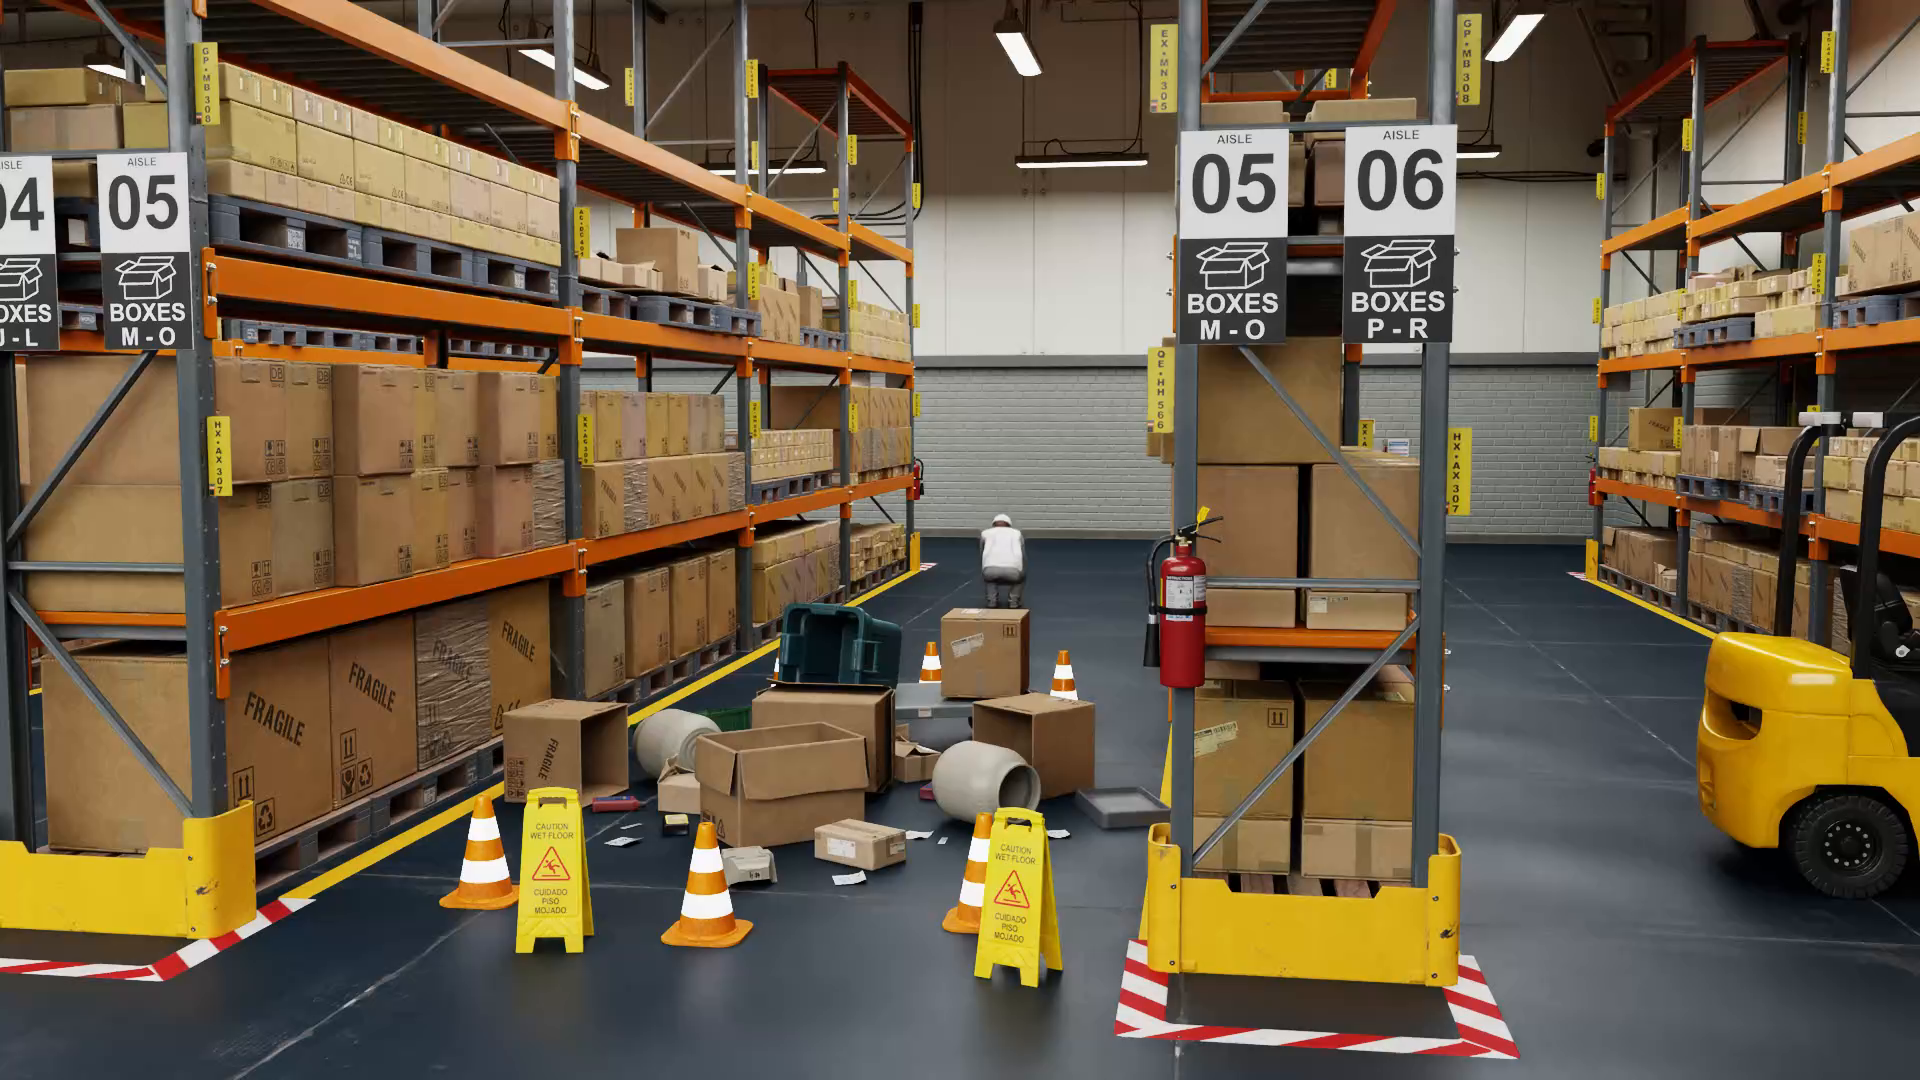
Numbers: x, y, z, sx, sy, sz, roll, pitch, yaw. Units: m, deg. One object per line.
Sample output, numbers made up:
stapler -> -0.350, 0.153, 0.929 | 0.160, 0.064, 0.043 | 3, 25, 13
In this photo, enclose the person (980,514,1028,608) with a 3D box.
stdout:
person -> 0.477, 0.233, 18.477 | 0.536, 1.006, 0.871 | 1, 4, 9
